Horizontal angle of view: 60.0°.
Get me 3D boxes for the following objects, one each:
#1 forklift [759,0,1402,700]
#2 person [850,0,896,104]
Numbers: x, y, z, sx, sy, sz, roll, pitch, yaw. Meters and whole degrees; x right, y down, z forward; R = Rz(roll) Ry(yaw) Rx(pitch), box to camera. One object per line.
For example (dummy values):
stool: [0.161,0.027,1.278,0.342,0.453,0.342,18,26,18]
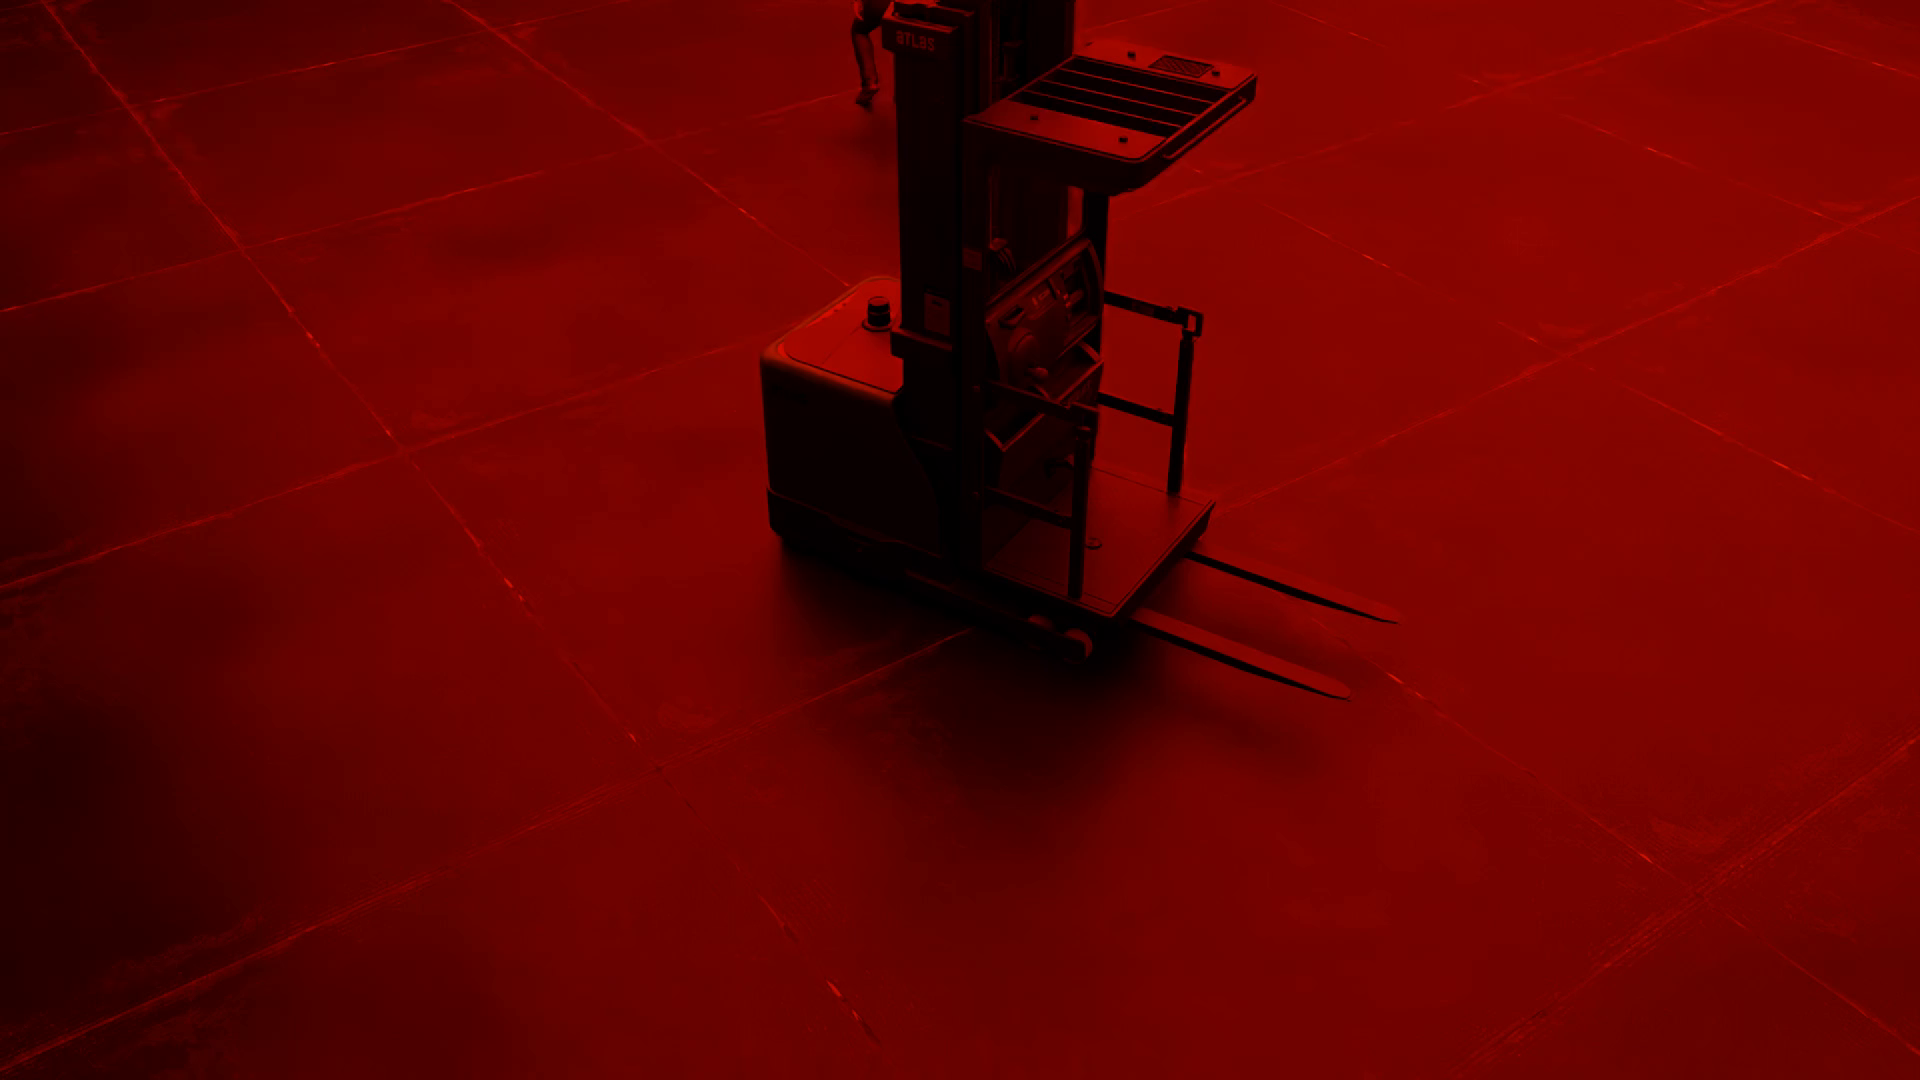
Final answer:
forklift: [0.556,-0.969,7.255,3.031,2.935,1.130,21,41,26]
person: [-0.544,-4.098,12.608,0.583,1.659,0.472,-13,38,-17]
